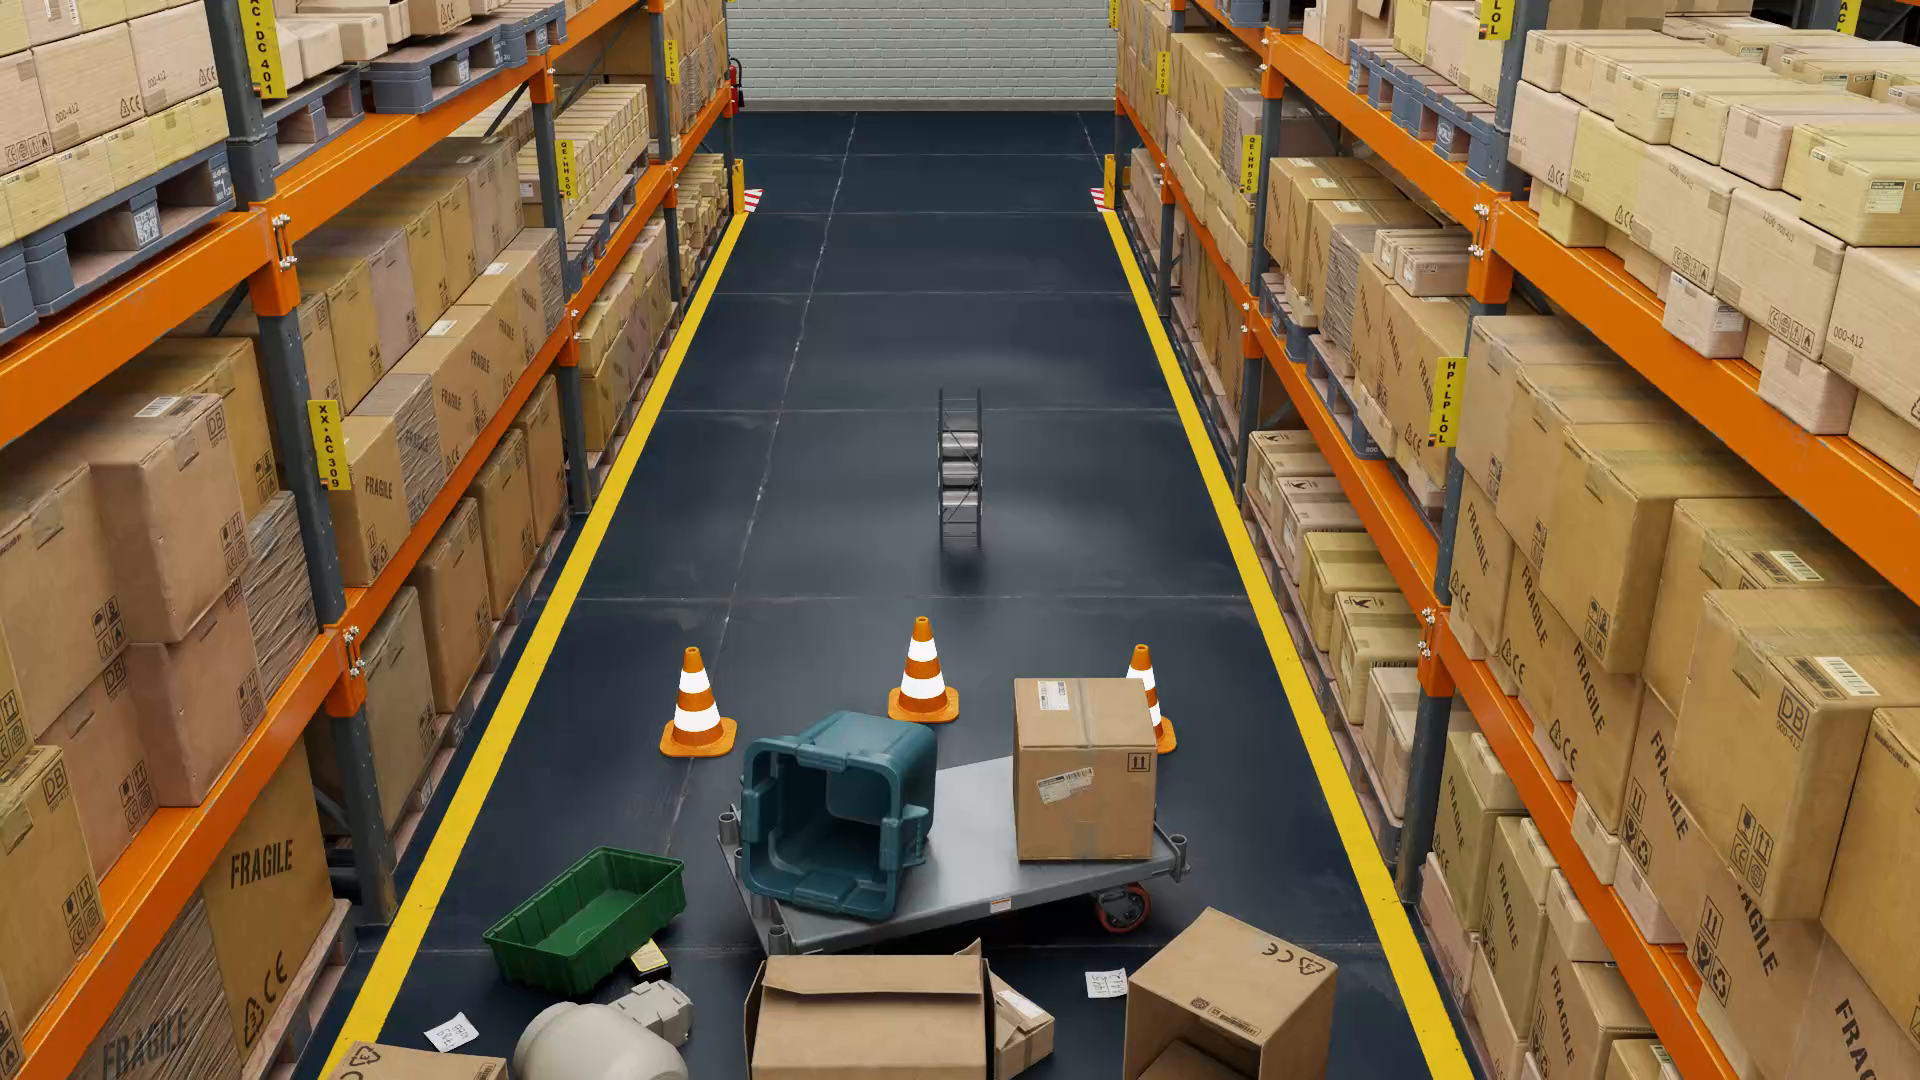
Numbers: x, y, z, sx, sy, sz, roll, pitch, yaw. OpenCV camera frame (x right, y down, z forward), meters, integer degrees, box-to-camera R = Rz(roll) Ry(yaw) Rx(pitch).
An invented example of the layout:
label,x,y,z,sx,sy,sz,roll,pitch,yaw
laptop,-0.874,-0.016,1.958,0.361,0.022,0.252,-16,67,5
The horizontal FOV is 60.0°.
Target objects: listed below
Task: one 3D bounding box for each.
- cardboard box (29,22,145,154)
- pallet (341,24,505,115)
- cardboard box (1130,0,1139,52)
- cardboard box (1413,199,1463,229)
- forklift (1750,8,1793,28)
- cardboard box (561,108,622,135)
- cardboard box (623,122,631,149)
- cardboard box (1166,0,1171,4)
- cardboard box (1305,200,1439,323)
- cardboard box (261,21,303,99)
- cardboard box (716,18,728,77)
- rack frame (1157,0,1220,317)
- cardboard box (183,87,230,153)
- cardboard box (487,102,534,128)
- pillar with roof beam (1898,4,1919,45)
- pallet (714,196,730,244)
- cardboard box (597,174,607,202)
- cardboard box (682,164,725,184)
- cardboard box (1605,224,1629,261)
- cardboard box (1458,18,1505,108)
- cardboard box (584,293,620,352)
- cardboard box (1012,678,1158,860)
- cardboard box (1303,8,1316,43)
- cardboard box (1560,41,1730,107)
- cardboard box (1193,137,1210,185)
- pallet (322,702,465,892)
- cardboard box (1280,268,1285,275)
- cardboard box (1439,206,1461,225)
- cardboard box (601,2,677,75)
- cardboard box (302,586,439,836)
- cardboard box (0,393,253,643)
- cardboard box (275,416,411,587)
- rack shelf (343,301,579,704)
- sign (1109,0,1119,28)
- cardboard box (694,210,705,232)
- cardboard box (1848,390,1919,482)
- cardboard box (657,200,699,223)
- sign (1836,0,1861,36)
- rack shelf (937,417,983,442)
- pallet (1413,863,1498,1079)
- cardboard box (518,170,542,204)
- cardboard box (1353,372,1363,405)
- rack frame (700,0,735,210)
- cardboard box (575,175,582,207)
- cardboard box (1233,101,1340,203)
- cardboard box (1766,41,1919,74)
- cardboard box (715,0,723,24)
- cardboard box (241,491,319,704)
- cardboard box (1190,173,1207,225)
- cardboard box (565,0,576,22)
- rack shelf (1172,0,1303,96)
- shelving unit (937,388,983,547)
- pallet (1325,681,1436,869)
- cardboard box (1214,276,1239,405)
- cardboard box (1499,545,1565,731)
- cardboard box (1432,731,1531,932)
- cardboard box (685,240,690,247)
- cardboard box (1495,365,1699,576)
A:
label,x,y,z,sx,sy,sz,roll,pitch,yaw
cardboard box,-2.440,-1.149,4.200,0.500,0.250,0.500,0,24,-1
pallet,-2.675,-2.091,7.323,1.003,0.211,1.213,1,24,2
cardboard box,1.857,-4.774,15.330,0.500,0.500,0.500,0,24,-1
cardboard box,2.504,-1.366,8.137,0.500,0.500,0.500,-2,24,-4
forklift,4.760,-1.690,10.006,1.129,2.867,3.031,-1,24,-1
cardboard box,-2.588,-2.941,11.687,0.380,0.149,0.250,-1,24,-2
cardboard box,-2.581,-2.910,11.979,0.380,0.149,0.250,-1,24,-2
cardboard box,1.925,-4.487,13.909,0.380,0.149,0.250,0,24,-1
cardboard box,1.997,-1.353,8.109,0.500,0.500,0.500,0,24,0
cardboard box,-2.464,-1.680,5.717,0.258,0.266,0.396,-1,24,-1
cardboard box,-2.576,-4.830,16.307,0.500,0.500,0.500,0,24,1
rack frame,2.154,-3.248,13.292,1.000,3.000,0.127,0,24,-1
cardboard box,-2.383,-1.228,4.860,0.380,0.149,0.250,0,24,-1
cardboard box,-3.240,-3.045,11.915,0.380,0.149,0.250,-1,24,-1
pillar with roof beam,3.707,-6.277,12.709,9.100,9.000,0.400,0,24,-1
pallet,-2.864,-3.196,16.560,1.003,0.211,1.213,0,24,-1
cardboard box,-2.570,-2.345,11.090,0.380,0.149,0.250,0,24,0
cardboard box,-2.503,-3.569,16.230,0.380,0.149,0.250,-1,24,-2
cardboard box,2.060,-0.865,4.687,0.380,0.149,0.250,0,24,-1
cardboard box,2.090,-1.682,5.861,0.500,0.250,0.500,-1,24,-2
cardboard box,-2.522,-1.425,10.873,0.500,0.250,0.500,-1,24,-1
cardboard box,0.462,0.862,6.318,0.500,0.500,0.500,0,24,-1
cardboard box,2.031,-2.722,8.793,0.380,0.149,0.250,0,24,-1
cardboard box,1.951,-1.329,4.746,0.380,0.149,0.250,0,24,1
cardboard box,1.897,-2.594,11.421,0.500,0.250,0.500,-1,24,-2
pallet,-2.791,1.065,7.139,1.003,0.211,1.213,0,24,-1
cardboard box,2.016,-1.542,9.315,0.380,0.149,0.250,-2,24,-4
cardboard box,2.498,-1.595,7.858,0.380,0.149,0.250,-1,24,-3
cardboard box,-2.556,-4.008,13.277,0.500,0.500,0.500,0,24,1
cardboard box,-2.804,0.690,6.804,1.050,0.750,0.750,0,24,-1
cardboard box,-2.615,-0.070,4.772,0.875,0.550,0.550,0,24,-1
cardboard box,-2.444,-0.151,6.324,0.500,0.500,0.500,0,24,0
rack shelf,-2.729,-0.384,7.833,1.077,0.370,4.000,0,24,-1
sign,1.556,-5.327,16.742,0.100,0.325,0.005,0,24,-1
cardboard box,-2.528,-2.896,15.103,0.380,0.149,0.250,0,24,-1
cardboard box,2.016,-0.229,3.282,0.380,0.149,0.250,-1,24,-2
cardboard box,-2.533,-2.921,14.797,0.380,0.149,0.250,0,24,1
sign,2.784,-1.560,5.291,0.100,0.325,0.005,0,24,-1
rack shelf,0.000,-0.629,9.474,0.258,0.077,0.200,0,24,-1
pallet,2.284,1.595,5.967,1.003,0.211,1.213,0,24,-1
cardboard box,-2.562,-2.077,9.776,0.380,0.149,0.250,0,24,0
cardboard box,1.963,-0.660,7.365,0.380,0.149,0.250,0,24,-1
rack frame,-2.838,-4.833,16.795,1.000,3.000,0.127,0,24,-1
cardboard box,-2.566,-2.170,10.343,0.380,0.149,0.250,-1,24,-2
cardboard box,1.931,-2.313,9.890,0.500,0.500,0.500,-1,24,-2
cardboard box,2.543,-1.331,4.750,0.380,0.149,0.250,-1,24,-2
cardboard box,-2.584,-5.282,16.093,0.500,0.500,0.500,-1,24,-2
cardboard box,-2.691,0.196,5.495,0.875,0.550,0.550,0,24,-1
cardboard box,1.888,-2.367,11.526,0.500,0.250,0.500,-1,24,-1
cardboard box,-2.491,-3.185,9.391,0.500,0.500,0.500,0,24,-1
rack shelf,2.176,-3.463,11.000,1.077,0.370,4.000,0,24,-1
shelving unit,0.000,-0.413,9.572,0.258,0.900,0.210,0,24,-1
pallet,2.232,0.998,7.288,1.003,0.211,1.213,0,24,-1
cardboard box,2.268,-1.476,11.442,0.875,0.875,0.875,0,24,0
cardboard box,1.997,0.256,5.061,0.500,0.500,0.500,0,24,-1
cardboard box,1.978,1.012,5.789,0.500,0.500,0.500,1,24,2
cardboard box,-2.587,-2.545,14.686,0.380,0.149,0.250,-1,24,-2
cardboard box,2.013,-0.196,4.847,0.700,0.500,0.500,0,24,0
